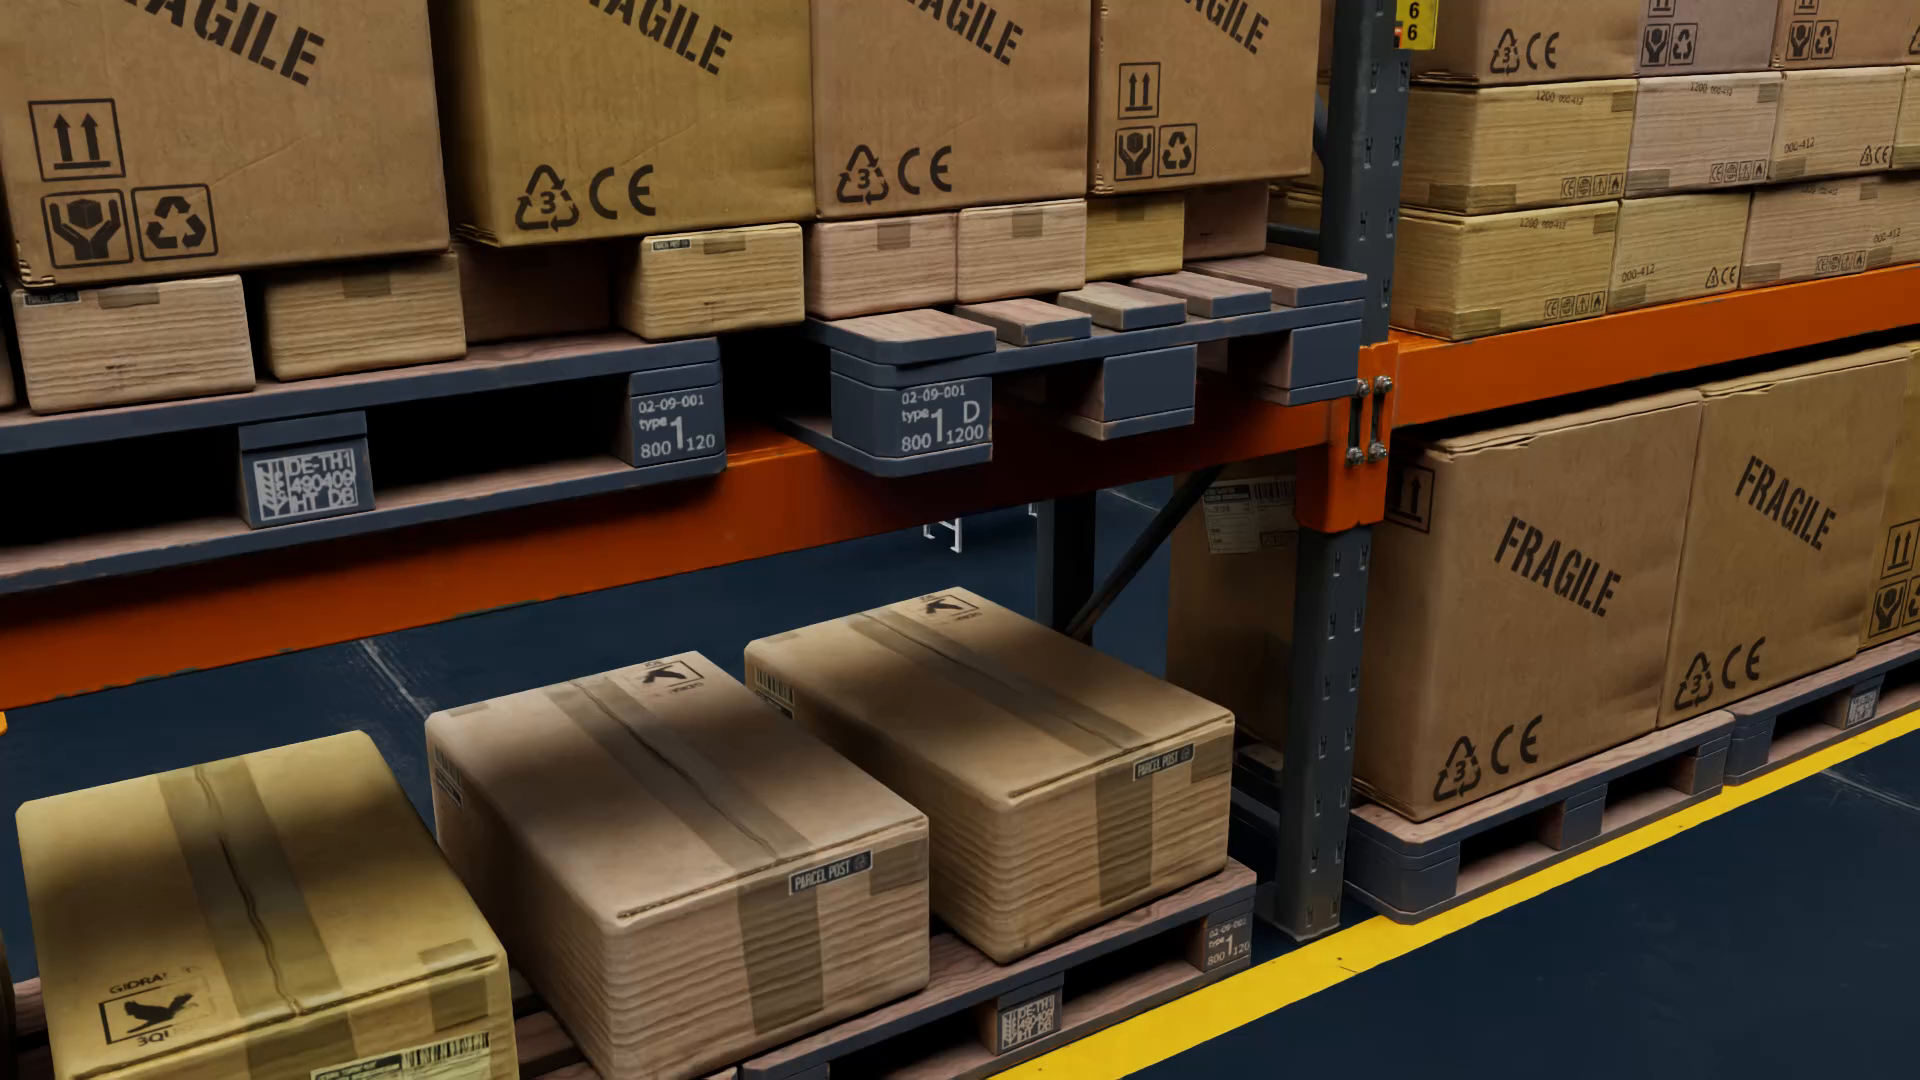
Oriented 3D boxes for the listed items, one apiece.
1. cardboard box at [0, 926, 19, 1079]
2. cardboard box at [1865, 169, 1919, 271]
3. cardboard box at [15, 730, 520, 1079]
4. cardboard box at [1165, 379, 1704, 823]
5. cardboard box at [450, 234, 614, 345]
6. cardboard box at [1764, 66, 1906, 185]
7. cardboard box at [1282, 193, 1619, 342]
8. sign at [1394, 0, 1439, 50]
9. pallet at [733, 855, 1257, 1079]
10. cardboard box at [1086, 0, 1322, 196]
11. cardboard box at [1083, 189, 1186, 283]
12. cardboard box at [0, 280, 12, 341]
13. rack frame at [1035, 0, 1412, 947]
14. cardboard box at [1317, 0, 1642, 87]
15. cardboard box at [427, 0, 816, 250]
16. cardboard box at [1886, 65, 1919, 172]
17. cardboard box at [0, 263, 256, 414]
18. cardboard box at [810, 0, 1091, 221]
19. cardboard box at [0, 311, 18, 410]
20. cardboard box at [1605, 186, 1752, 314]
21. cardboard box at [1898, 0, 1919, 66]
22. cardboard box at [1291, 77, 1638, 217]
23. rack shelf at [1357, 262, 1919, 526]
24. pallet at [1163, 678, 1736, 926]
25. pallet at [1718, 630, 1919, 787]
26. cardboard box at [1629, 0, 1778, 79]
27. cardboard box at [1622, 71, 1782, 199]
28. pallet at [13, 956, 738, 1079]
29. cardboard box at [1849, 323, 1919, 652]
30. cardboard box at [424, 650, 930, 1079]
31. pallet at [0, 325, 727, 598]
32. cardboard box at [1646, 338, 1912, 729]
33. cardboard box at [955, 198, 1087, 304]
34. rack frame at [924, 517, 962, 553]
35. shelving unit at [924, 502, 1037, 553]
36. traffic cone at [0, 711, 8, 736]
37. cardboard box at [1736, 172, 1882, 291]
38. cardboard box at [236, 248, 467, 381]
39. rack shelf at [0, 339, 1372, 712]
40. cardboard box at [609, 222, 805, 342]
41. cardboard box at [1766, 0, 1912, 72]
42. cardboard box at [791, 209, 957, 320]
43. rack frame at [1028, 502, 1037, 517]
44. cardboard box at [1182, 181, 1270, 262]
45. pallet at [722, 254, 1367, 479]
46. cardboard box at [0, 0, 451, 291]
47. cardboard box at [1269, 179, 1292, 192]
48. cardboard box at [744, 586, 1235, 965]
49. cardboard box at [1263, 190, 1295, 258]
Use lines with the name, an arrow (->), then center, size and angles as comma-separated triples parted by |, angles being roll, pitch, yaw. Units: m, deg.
cardboard box -> -1.789, 0.851, 2.492 | 0.625, 0.372, 0.950 | -10, 21, -28
cardboard box -> 2.334, -0.901, 4.460 | 0.500, 0.250, 0.500 | -12, 22, -31
cardboard box -> -1.210, 0.728, 2.855 | 0.625, 0.372, 0.950 | -11, 22, -30
cardboard box -> 1.139, 0.029, 4.137 | 0.875, 0.875, 0.875 | -12, 22, -32
cardboard box -> -0.714, -0.410, 2.511 | 0.250, 0.149, 0.380 | -12, 22, -31
cardboard box -> 1.930, -1.043, 4.100 | 0.500, 0.250, 0.500 | -12, 22, -32
cardboard box -> 1.063, -0.627, 3.649 | 0.500, 0.250, 0.500 | -12, 22, -32
sign -> 0.822, -1.046, 2.972 | 0.005, 0.325, 0.100 | -12, 22, -31
pallet -> -0.137, 0.779, 3.610 | 1.213, 0.211, 1.003 | -12, 22, -31
cardboard box -> 0.289, -0.912, 2.982 | 0.500, 0.500, 0.500 | -13, 22, -33
cardboard box -> 0.188, -0.572, 2.989 | 0.250, 0.149, 0.380 | -12, 22, -31
cardboard box -> -1.410, -0.414, 2.521 | 0.250, 0.149, 0.380 | -13, 23, -33
rack frame -> 0.516, -0.679, 3.569 | 0.127, 3.000, 1.000 | -12, 22, -31
cardboard box -> 1.062, -1.221, 3.457 | 0.500, 0.500, 0.500 | -13, 22, -33
cardboard box -> -0.557, -0.729, 2.440 | 0.500, 0.500, 0.500 | -14, 23, -35
cardboard box -> 2.361, -1.129, 4.354 | 0.500, 0.250, 0.500 | -11, 22, -30
cardboard box -> -1.085, -0.289, 2.153 | 0.250, 0.149, 0.380 | -11, 22, -29
cardboard box -> -0.136, -0.818, 2.704 | 0.500, 0.500, 0.500 | -12, 22, -32
cardboard box -> -1.336, -0.256, 2.056 | 0.250, 0.149, 0.380 | -12, 22, -31
cardboard box -> 1.482, -0.722, 3.931 | 0.500, 0.250, 0.500 | -13, 22, -33
cardboard box -> 2.335, -1.486, 4.240 | 0.500, 0.500, 0.500 | -12, 22, -31
cardboard box -> 1.075, -0.868, 3.582 | 0.500, 0.250, 0.500 | -12, 22, -32
rack shelf -> 2.186, -0.690, 4.727 | 4.000, 0.370, 1.077 | -12, 22, -31
pallet -> 1.216, 0.523, 4.367 | 1.213, 0.211, 1.003 | -12, 22, -31
pallet -> 2.234, 0.310, 4.999 | 1.213, 0.211, 1.003 | -12, 22, -31
cardboard box -> 1.471, -1.311, 3.723 | 0.500, 0.500, 0.500 | -12, 22, -31
cardboard box -> 1.507, -0.959, 3.850 | 0.500, 0.250, 0.500 | -11, 22, -30
pallet -> -1.155, 0.993, 2.978 | 1.213, 0.211, 1.003 | -12, 22, -31
cardboard box -> 2.633, -0.284, 5.063 | 0.875, 0.875, 0.875 | -11, 22, -30
cardboard box -> -0.573, 0.596, 3.246 | 0.625, 0.372, 0.950 | -12, 22, -32
pallet -> -1.115, -0.228, 2.536 | 1.213, 0.211, 1.003 | -12, 22, -31
cardboard box -> 1.886, -0.127, 4.598 | 0.875, 0.875, 0.875 | -12, 22, -31
cardboard box -> 0.002, -0.515, 2.822 | 0.250, 0.149, 0.380 | -12, 22, -32
rack frame -> -0.066, -0.555, 6.012 | 0.015, 1.200, 0.240 | -12, 22, -31
shelving unit -> 0.138, -0.598, 6.139 | 0.503, 1.200, 0.258 | -12, 22, -31
traffic cone -> -2.867, 0.316, 4.588 | 0.334, 0.463, 0.336 | -12, 22, -31
cardboard box -> 1.924, -0.813, 4.200 | 0.500, 0.250, 0.500 | -11, 22, -30
cardboard box -> -0.879, -0.344, 2.316 | 0.250, 0.149, 0.380 | -13, 22, -33
rack shelf -> -1.154, 0.014, 2.643 | 4.000, 0.370, 1.077 | -12, 22, -31
cardboard box -> -0.435, -0.421, 2.543 | 0.250, 0.149, 0.380 | -11, 22, -30
cardboard box -> 1.912, -1.398, 3.980 | 0.500, 0.500, 0.500 | -11, 22, -30
cardboard box -> -0.213, -0.473, 2.697 | 0.250, 0.149, 0.380 | -13, 23, -34
rack frame -> 0.342, -0.641, 6.266 | 0.015, 1.200, 0.240 | -12, 22, -31
cardboard box -> 0.372, -0.638, 3.185 | 0.250, 0.149, 0.380 | -11, 22, -29
pallet -> -0.021, -0.434, 3.145 | 1.003, 0.211, 1.213 | -12, 22, -31
cardboard box -> -1.014, -0.633, 2.156 | 0.500, 0.500, 0.500 | -13, 23, -34
cardboard box -> 0.781, -0.998, 3.967 | 0.500, 0.250, 0.500 | -12, 22, -32
cardboard box -> 0.039, 0.464, 3.637 | 0.625, 0.372, 0.950 | -14, 23, -35
cardboard box -> 0.796, -0.766, 4.062 | 0.500, 0.250, 0.500 | -13, 23, -33
